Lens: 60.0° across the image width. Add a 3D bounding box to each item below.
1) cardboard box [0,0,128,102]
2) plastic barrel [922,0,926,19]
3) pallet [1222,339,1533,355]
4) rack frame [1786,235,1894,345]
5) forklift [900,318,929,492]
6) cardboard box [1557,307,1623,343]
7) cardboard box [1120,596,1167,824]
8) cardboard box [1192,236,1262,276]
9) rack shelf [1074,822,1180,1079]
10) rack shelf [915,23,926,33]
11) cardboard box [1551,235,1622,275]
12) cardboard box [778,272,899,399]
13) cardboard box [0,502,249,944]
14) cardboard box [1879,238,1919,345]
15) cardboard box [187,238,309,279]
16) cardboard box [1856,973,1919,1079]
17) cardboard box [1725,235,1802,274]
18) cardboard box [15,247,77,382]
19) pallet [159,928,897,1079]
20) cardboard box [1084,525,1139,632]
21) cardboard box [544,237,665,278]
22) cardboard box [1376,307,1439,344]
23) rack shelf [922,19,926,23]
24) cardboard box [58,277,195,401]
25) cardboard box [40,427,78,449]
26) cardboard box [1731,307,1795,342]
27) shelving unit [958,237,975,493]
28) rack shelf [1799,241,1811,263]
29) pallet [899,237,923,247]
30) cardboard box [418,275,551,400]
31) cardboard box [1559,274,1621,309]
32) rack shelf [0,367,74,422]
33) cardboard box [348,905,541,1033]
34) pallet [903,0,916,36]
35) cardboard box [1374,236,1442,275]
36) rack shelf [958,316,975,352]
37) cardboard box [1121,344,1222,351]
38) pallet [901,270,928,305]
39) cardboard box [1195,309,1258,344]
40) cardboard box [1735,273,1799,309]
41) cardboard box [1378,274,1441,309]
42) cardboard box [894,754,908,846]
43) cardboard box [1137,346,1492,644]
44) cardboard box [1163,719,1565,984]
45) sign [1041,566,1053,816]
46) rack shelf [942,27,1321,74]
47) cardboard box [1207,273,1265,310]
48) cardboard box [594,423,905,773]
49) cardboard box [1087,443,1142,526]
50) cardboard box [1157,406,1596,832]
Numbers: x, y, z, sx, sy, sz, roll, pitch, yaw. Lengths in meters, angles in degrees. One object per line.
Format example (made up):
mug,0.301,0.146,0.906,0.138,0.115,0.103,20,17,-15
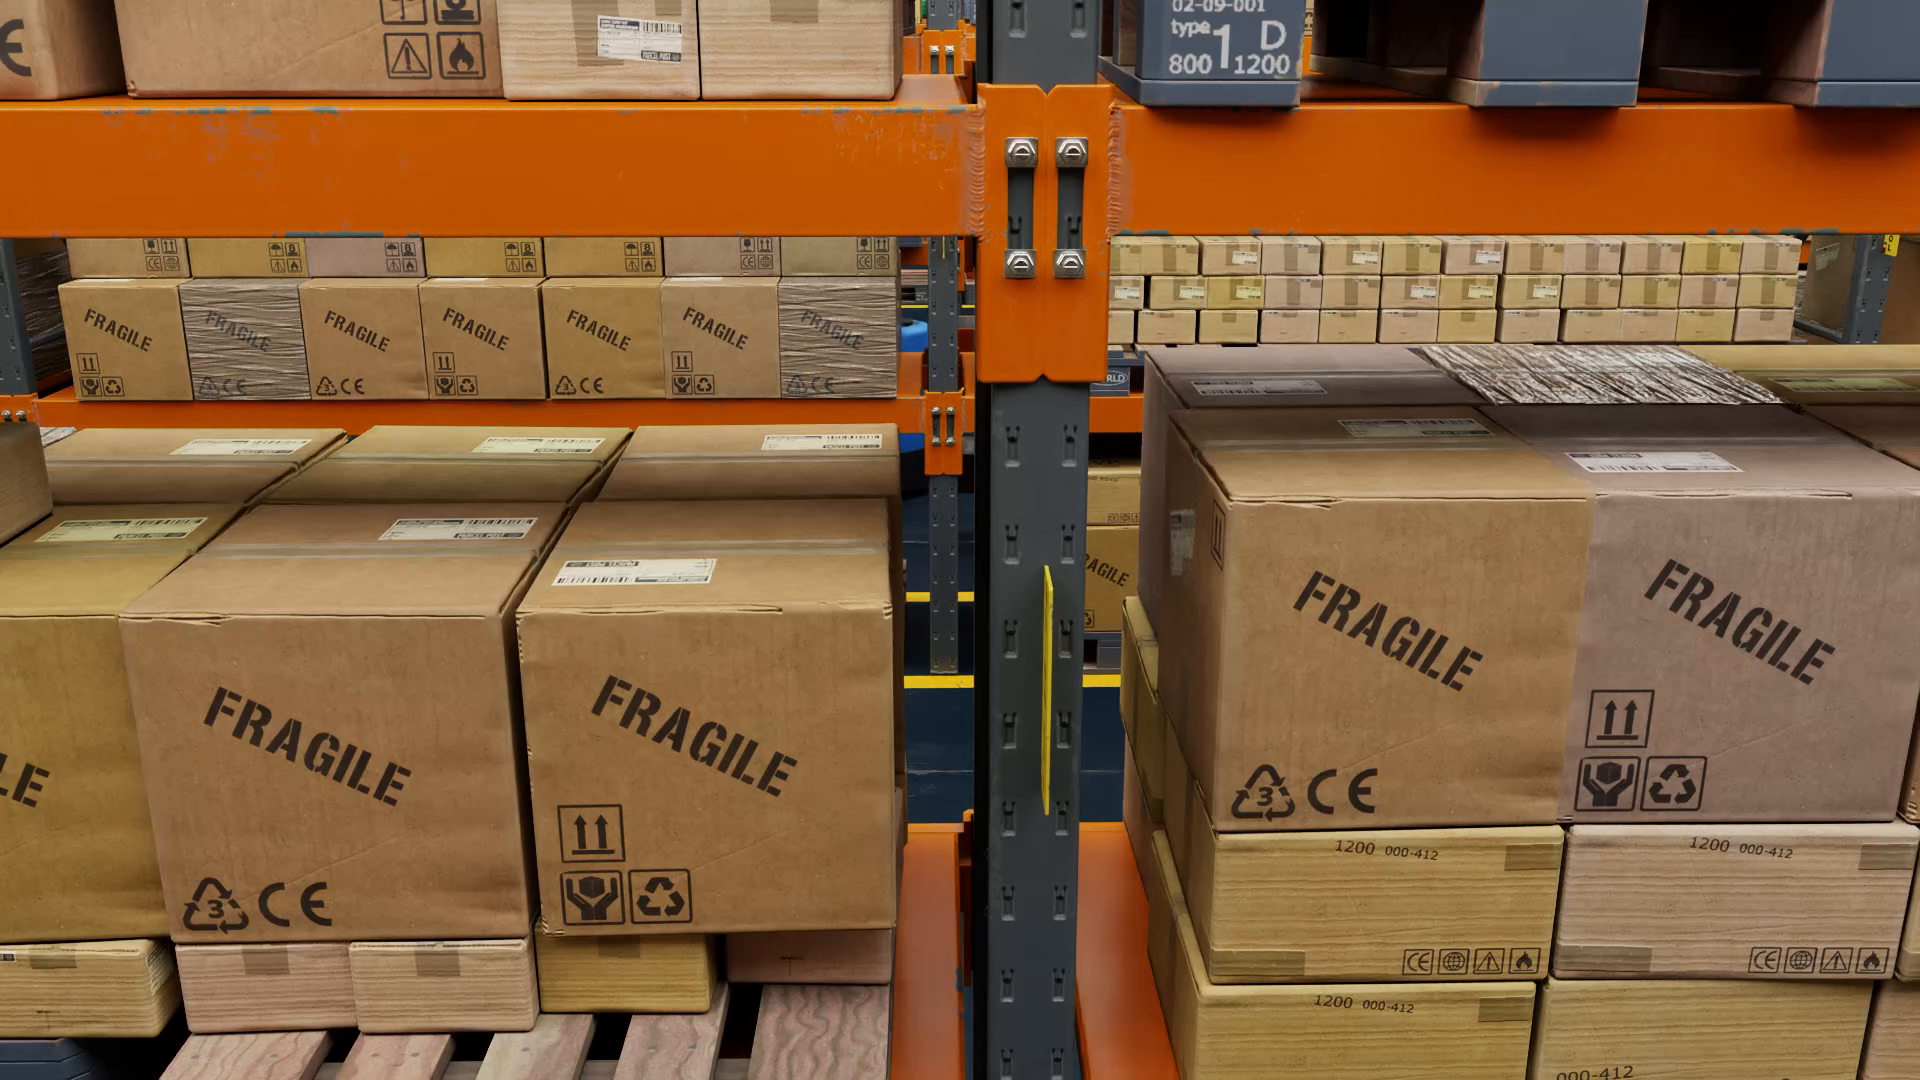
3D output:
cardboard box,-1.426,-0.911,2.396,0.637,0.503,0.797,0,18,-1
plastic barrel,-0.382,-5.326,16.584,0.294,0.245,0.294,0,18,0
pallet,1.898,-0.891,7.730,1.213,0.211,1.003,0,18,-1
rack frame,3.919,-0.980,7.692,0.127,3.000,1.000,0,18,-1
forklift,-1.552,-1.911,10.707,3.031,2.935,1.130,17,24,42
cardboard box,2.765,-0.995,7.462,0.250,0.149,0.380,-1,18,-4
cardboard box,0.579,0.304,3.116,0.500,0.250,0.500,0,18,-1
cardboard box,1.163,-1.270,7.347,0.250,0.149,0.380,-1,18,-3
rack shelf,2.098,0.884,3.060,4.000,0.370,1.077,0,18,-1
rack shelf,-2.058,-3.552,11.977,4.000,0.370,1.077,0,18,-1
cardboard box,2.731,-1.278,7.372,0.250,0.149,0.380,0,18,-1
cardboard box,-0.527,-0.924,7.354,0.500,0.500,0.500,0,18,-1
cardboard box,-1.373,0.257,2.497,0.500,0.500,0.500,-1,18,-5
cardboard box,4.418,-1.095,7.398,0.500,0.500,0.500,-1,18,-2
cardboard box,-3.070,-1.472,7.426,0.500,0.500,0.700,-1,18,-2
cardboard box,1.630,0.688,2.738,0.500,0.250,0.500,0,18,1
cardboard box,3.521,-1.282,7.383,0.250,0.149,0.380,1,18,2
cardboard box,-4.449,-1.007,7.532,0.550,0.550,0.875,0,18,-1
pallet,-0.612,0.678,2.837,1.003,0.211,1.213,0,18,-1
cardboard box,0.631,0.104,7.717,0.500,0.500,0.500,-1,18,-3
cardboard box,-1.548,-1.479,7.448,0.500,0.500,0.700,-1,18,-2
cardboard box,1.956,-0.989,7.445,0.250,0.149,0.380,-1,18,-3
rack shelf,-2.136,-5.065,16.693,4.000,0.370,1.077,0,18,-1
cardboard box,-3.550,-0.909,7.308,0.500,0.500,0.500,0,18,0
cardboard box,-1.907,0.102,2.980,0.500,0.500,0.500,-1,18,-3
cardboard box,3.525,-0.998,7.471,0.250,0.149,0.380,-1,18,-2
shelving unit,0.166,-1.001,9.229,0.503,2.100,0.431,0,18,-1
rack shelf,5.941,-2.162,12.555,4.000,0.370,1.077,0,18,-1
pallet,-0.769,-2.349,12.273,1.003,0.211,1.213,0,18,-1
cardboard box,-2.038,-0.916,7.329,0.500,0.500,0.500,0,18,0
cardboard box,2.739,-1.135,7.412,0.250,0.149,0.380,-1,18,-3
rack shelf,-6.080,-0.589,7.651,4.000,0.370,1.077,0,18,-1
cardboard box,-0.744,0.582,2.546,0.250,0.149,0.380,0,18,-1
pallet,-0.724,-2.280,7.142,1.003,0.211,1.213,1,18,2
cardboard box,1.948,-1.274,7.359,0.250,0.149,0.380,-1,18,-2
rack shelf,0.166,-0.988,9.233,0.480,0.518,0.431,0,18,-1
cardboard box,1.524,-1.663,12.612,0.875,0.875,1.225,0,18,-1
pallet,-0.911,-2.669,17.522,1.213,0.211,1.003,0,18,-1
cardboard box,1.178,-0.986,7.434,0.250,0.149,0.380,1,18,2
cardboard box,3.524,-1.140,7.426,0.250,0.149,0.380,0,18,1
cardboard box,1.963,-1.133,7.405,0.250,0.149,0.380,0,18,1
cardboard box,-0.229,0.415,3.067,0.250,0.149,0.380,-1,18,-4
cardboard box,0.611,-0.055,3.009,0.500,0.500,0.500,-1,18,-2
cardboard box,0.609,0.457,2.639,0.500,0.250,0.500,0,18,-1
sign,0.117,0.203,2.239,0.005,0.325,0.100,0,18,-1
rack shelf,1.919,-2.056,7.313,4.000,0.370,1.077,0,18,-1
cardboard box,1.196,-1.129,7.394,0.250,0.149,0.380,0,18,-1
cardboard box,-0.355,0.093,3.009,0.500,0.500,0.500,-1,18,-2
cardboard box,0.613,-0.257,7.615,0.500,0.250,0.500,-1,18,-3
cardboard box,0.596,0.099,2.527,0.500,0.500,0.500,-1,18,-3
